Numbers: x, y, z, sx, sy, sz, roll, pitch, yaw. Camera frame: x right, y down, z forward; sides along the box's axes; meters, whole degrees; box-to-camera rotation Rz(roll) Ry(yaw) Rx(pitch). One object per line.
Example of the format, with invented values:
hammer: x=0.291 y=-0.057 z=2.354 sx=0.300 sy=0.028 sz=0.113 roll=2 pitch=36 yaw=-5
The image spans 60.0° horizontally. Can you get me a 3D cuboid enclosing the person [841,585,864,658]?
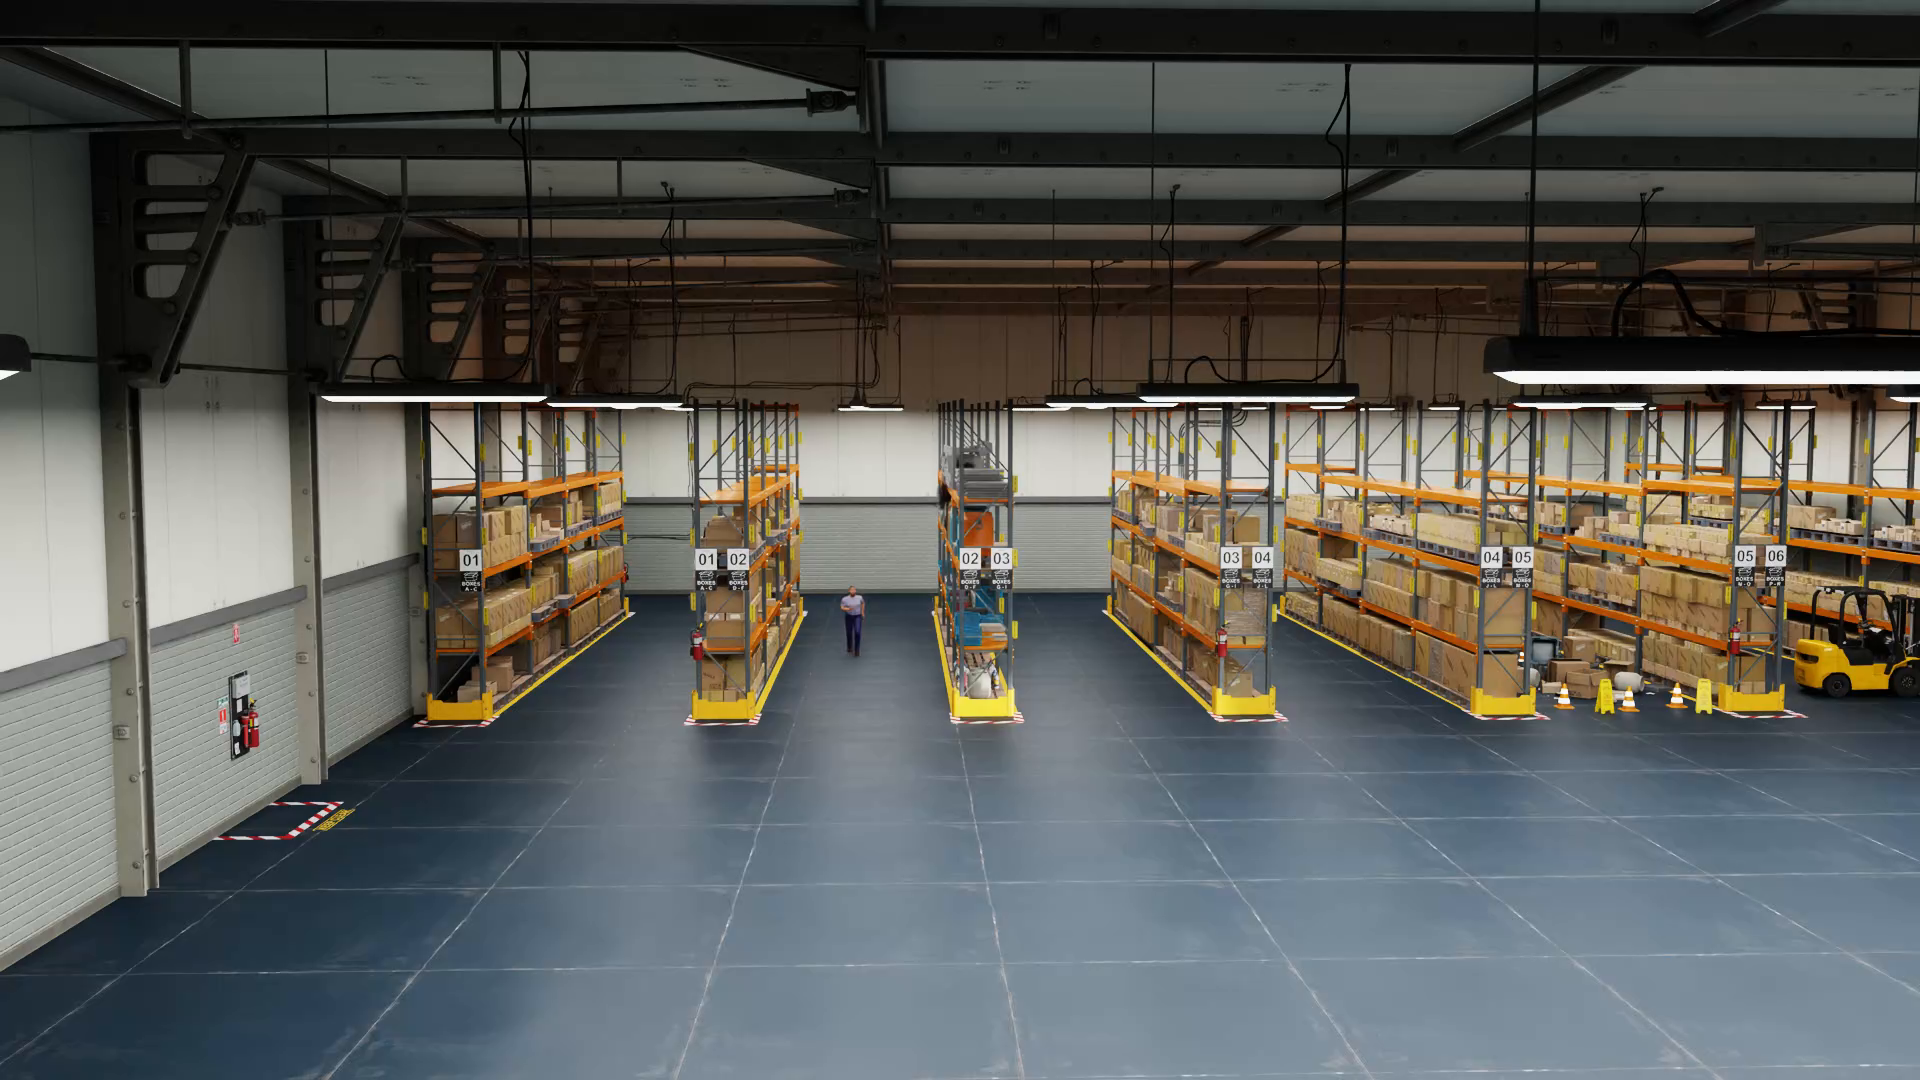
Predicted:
person: x=-2.537 y=1.909 z=39.311 sx=0.566 sy=1.694 sz=0.853 roll=0 pitch=4 yaw=-5
